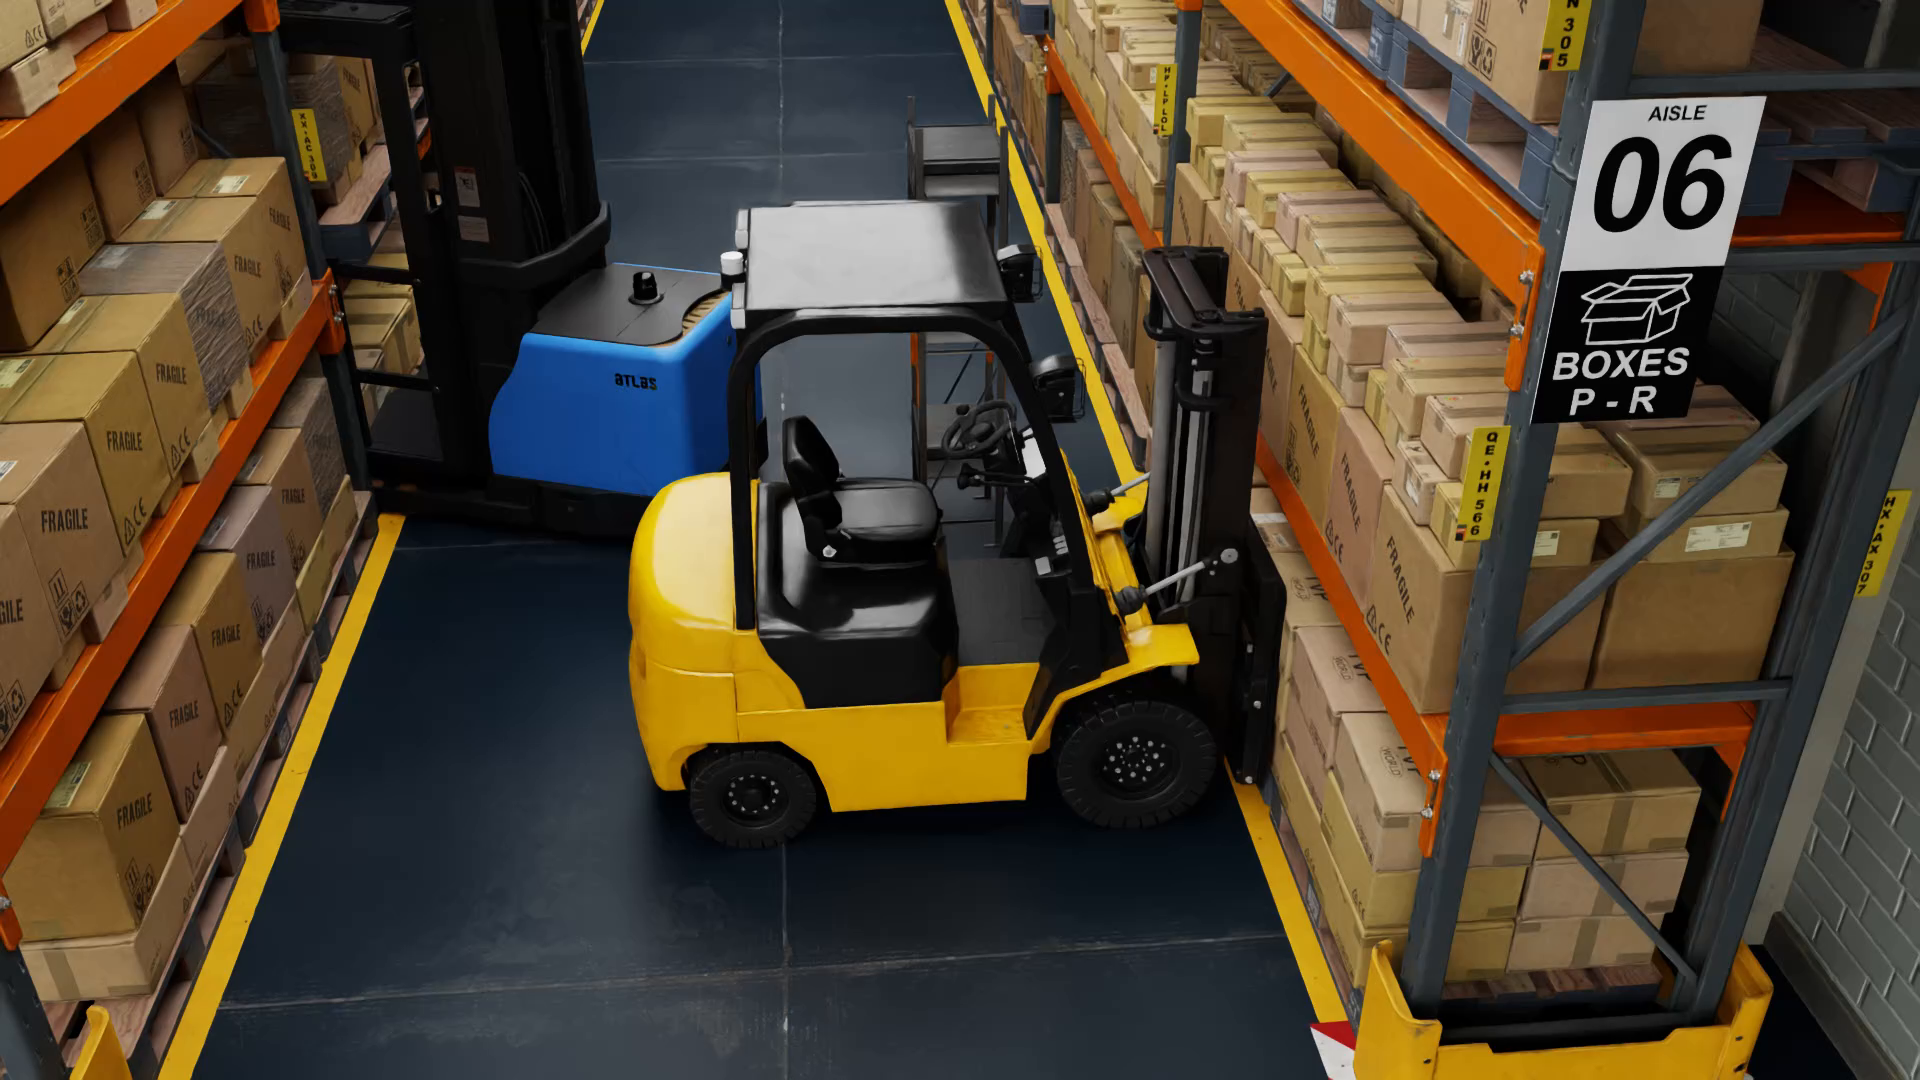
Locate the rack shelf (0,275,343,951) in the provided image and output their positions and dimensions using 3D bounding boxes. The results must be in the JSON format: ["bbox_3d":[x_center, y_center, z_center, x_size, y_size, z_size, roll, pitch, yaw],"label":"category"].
[{"bbox_3d":[-3.265,-0.033,6.081,1.077,0.370,4.000,-3,31,-5],"label":"rack shelf"}]

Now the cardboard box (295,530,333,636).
[{"bbox_3d":[-3.069,0.198,7.266,0.500,0.250,0.500,-4,31,-6],"label":"cardboard box"}]

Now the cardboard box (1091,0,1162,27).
[{"bbox_3d":[0.983,-3.131,9.836,0.380,0.149,0.250,-2,31,-4],"label":"cardboard box"}]

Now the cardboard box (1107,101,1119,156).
[{"bbox_3d":[1.114,-2.294,9.312,0.500,0.250,0.500,-3,31,-4],"label":"cardboard box"}]

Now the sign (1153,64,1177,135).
[{"bbox_3d":[0.950,-2.035,7.679,0.100,0.325,0.005,-3,31,-5],"label":"sign"}]

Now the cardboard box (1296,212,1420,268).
[{"bbox_3d":[1.464,-1.094,6.137,0.380,0.149,0.250,-3,31,-4],"label":"cardboard box"}]

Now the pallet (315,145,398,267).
[{"bbox_3d":[-3.379,-1.678,8.321,1.003,0.211,1.213,-3,31,-5],"label":"pallet"}]

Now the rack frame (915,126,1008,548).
[{"bbox_3d":[0.007,-0.861,7.644,0.400,2.100,0.015,-3,31,-5],"label":"rack frame"}]

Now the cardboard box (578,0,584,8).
[{"bbox_3d":[-4.318,-5.771,17.075,0.875,0.438,0.875,-2,31,-3],"label":"cardboard box"}]

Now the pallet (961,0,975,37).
[{"bbox_3d":[0.562,-5.465,17.193,1.003,0.211,1.213,-3,31,-5],"label":"pallet"}]

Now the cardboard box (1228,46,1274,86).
[{"bbox_3d":[1.630,-2.510,8.797,0.380,0.149,0.250,-3,31,-5],"label":"cardboard box"}]

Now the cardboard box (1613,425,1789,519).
[{"bbox_3d":[2.045,-0.191,4.625,0.380,0.149,0.250,-3,31,-6],"label":"cardboard box"}]

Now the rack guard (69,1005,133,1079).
[{"bbox_3d":[-3.085,1.714,4.893,1.175,0.500,0.348,-3,31,-5],"label":"rack guard"}]

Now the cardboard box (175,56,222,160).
[{"bbox_3d":[-3.724,-1.939,7.773,0.500,0.500,0.500,-3,31,-6],"label":"cardboard box"}]

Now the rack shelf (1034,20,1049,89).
[{"bbox_3d":[0.929,-4.357,13.321,1.077,0.370,4.000,-3,31,-5],"label":"rack shelf"}]

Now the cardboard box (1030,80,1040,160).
[{"bbox_3d":[0.826,-3.214,12.733,0.500,0.500,0.500,-3,31,-5],"label":"cardboard box"}]

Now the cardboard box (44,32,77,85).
[{"bbox_3d":[-2.976,-1.478,5.118,0.380,0.149,0.250,-4,31,-6],"label":"cardboard box"}]

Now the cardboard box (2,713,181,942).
[{"bbox_3d":[-2.881,0.920,5.325,0.500,0.500,0.500,-4,31,-6],"label":"cardboard box"}]

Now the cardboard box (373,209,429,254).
[{"bbox_3d":[-3.706,-1.792,10.478,0.950,0.372,0.625,-3,31,-6],"label":"cardboard box"}]

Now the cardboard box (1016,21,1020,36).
[{"bbox_3d":[0.674,-4.340,13.986,0.380,0.149,0.250,-3,31,-5],"label":"cardboard box"}]

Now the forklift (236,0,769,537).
[{"bbox_3d":[-2.594,-1.632,8.125,3.031,2.935,1.130,8,32,13],"label":"forklift"}]

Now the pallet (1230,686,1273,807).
[{"bbox_3d":[1.639,0.627,6.995,1.003,0.211,1.213,-3,31,-5],"label":"pallet"}]

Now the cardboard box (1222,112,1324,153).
[{"bbox_3d":[1.356,-1.746,7.228,0.380,0.149,0.250,-2,31,-4],"label":"cardboard box"}]

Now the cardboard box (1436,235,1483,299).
[{"bbox_3d":[1.929,-0.982,5.949,0.380,0.149,0.250,-3,31,-4],"label":"cardboard box"}]

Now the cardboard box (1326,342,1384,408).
[{"bbox_3d":[1.451,-0.571,5.551,0.380,0.149,0.250,-4,31,-6],"label":"cardboard box"}]

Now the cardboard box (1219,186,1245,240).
[{"bbox_3d":[1.285,-1.355,6.864,0.380,0.149,0.250,-2,31,-3],"label":"cardboard box"}]

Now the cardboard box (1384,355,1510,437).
[{"bbox_3d":[1.515,-0.439,5.040,0.380,0.149,0.250,-2,31,-3],"label":"cardboard box"}]

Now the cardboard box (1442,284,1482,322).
[{"bbox_3d":[1.969,-0.851,6.019,0.380,0.149,0.250,-3,31,-5],"label":"cardboard box"}]

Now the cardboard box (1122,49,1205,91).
[{"bbox_3d":[1.067,-2.474,8.737,0.380,0.149,0.250,-4,31,-6],"label":"cardboard box"}]

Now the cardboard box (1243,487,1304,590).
[{"bbox_3d":[1.359,0.014,6.599,0.500,0.250,0.500,-3,31,-6],"label":"cardboard box"}]

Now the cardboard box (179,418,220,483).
[{"bbox_3d":[-2.966,-0.325,6.114,0.380,0.149,0.250,-2,31,-4],"label":"cardboard box"}]

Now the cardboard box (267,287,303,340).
[{"bbox_3d":[-3.088,-0.978,7.208,0.380,0.149,0.250,-2,31,-3],"label":"cardboard box"}]

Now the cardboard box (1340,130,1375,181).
[{"bbox_3d":[1.841,-1.639,7.048,0.380,0.149,0.250,-3,31,-5],"label":"cardboard box"}]

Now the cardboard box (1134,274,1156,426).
[{"bbox_3d":[1.430,-1.029,8.954,0.875,0.625,0.625,-1,31,-2],"label":"cardboard box"}]

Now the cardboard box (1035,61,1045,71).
[{"bbox_3d":[0.781,-3.545,12.655,0.380,0.149,0.250,-4,31,-6],"label":"cardboard box"}]

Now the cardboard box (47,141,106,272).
[{"bbox_3d":[-3.581,-1.208,5.985,0.700,0.500,0.500,-3,31,-6],"label":"cardboard box"}]

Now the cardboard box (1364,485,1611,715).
[{"bbox_3d":[1.556,0.158,4.963,0.500,0.500,0.500,-3,31,-6],"label":"cardboard box"}]

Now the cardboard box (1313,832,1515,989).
[{"bbox_3d":[1.505,1.215,5.563,0.500,0.250,0.500,-3,31,-4],"label":"cardboard box"}]

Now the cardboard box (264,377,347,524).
[{"bbox_3d":[-3.130,-0.395,7.527,0.500,0.500,0.500,-3,31,-5],"label":"cardboard box"}]

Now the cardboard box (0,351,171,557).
[{"bbox_3d":[-2.947,-0.271,5.391,0.500,0.500,0.500,-3,31,-6],"label":"cardboard box"}]

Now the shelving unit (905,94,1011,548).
[{"bbox_3d":[-0.015,-0.986,7.853,0.431,2.100,0.503,-3,31,-5],"label":"shelving unit"}]

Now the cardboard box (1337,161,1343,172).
[{"bbox_3d":[1.833,-1.646,7.350,0.380,0.149,0.250,-4,31,-6],"label":"cardboard box"}]

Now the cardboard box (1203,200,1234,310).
[{"bbox_3d":[1.336,-1.141,7.138,0.500,0.500,0.500,-2,31,-4],"label":"cardboard box"}]

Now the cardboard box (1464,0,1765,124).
[{"bbox_3d":[1.579,-1.329,4.019,0.500,0.500,0.500,-2,31,-3],"label":"cardboard box"}]

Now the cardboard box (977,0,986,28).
[{"bbox_3d":[0.364,-5.146,16.197,0.396,0.266,0.258,-2,31,-3],"label":"cardboard box"}]

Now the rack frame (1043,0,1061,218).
[{"bbox_3d":[1.116,-3.645,11.427,1.000,3.000,0.127,-3,31,-5],"label":"rack frame"}]

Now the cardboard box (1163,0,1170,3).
[{"bbox_3d":[1.484,-3.318,10.539,0.500,0.250,0.500,-2,31,-4],"label":"cardboard box"}]

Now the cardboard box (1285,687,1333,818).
[{"bbox_3d":[1.470,0.735,5.879,0.500,0.250,0.500,-3,31,-5],"label":"cardboard box"}]

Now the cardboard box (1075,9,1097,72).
[{"bbox_3d":[0.991,-3.033,10.061,0.500,0.250,0.500,-4,31,-6],"label":"cardboard box"}]

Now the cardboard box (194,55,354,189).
[{"bbox_3d":[-3.210,-1.967,7.821,0.500,0.500,0.500,-2,31,-3],"label":"cardboard box"}]

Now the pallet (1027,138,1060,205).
[{"bbox_3d":[1.084,-2.831,12.783,1.003,0.211,1.213,-3,31,-5],"label":"pallet"}]

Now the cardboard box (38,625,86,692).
[{"bbox_3d":[-2.886,0.336,5.007,0.380,0.149,0.250,-4,31,-6],"label":"cardboard box"}]

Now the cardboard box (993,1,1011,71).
[{"bbox_3d":[0.563,-4.536,14.948,0.500,0.500,0.500,-1,31,-2],"label":"cardboard box"}]
